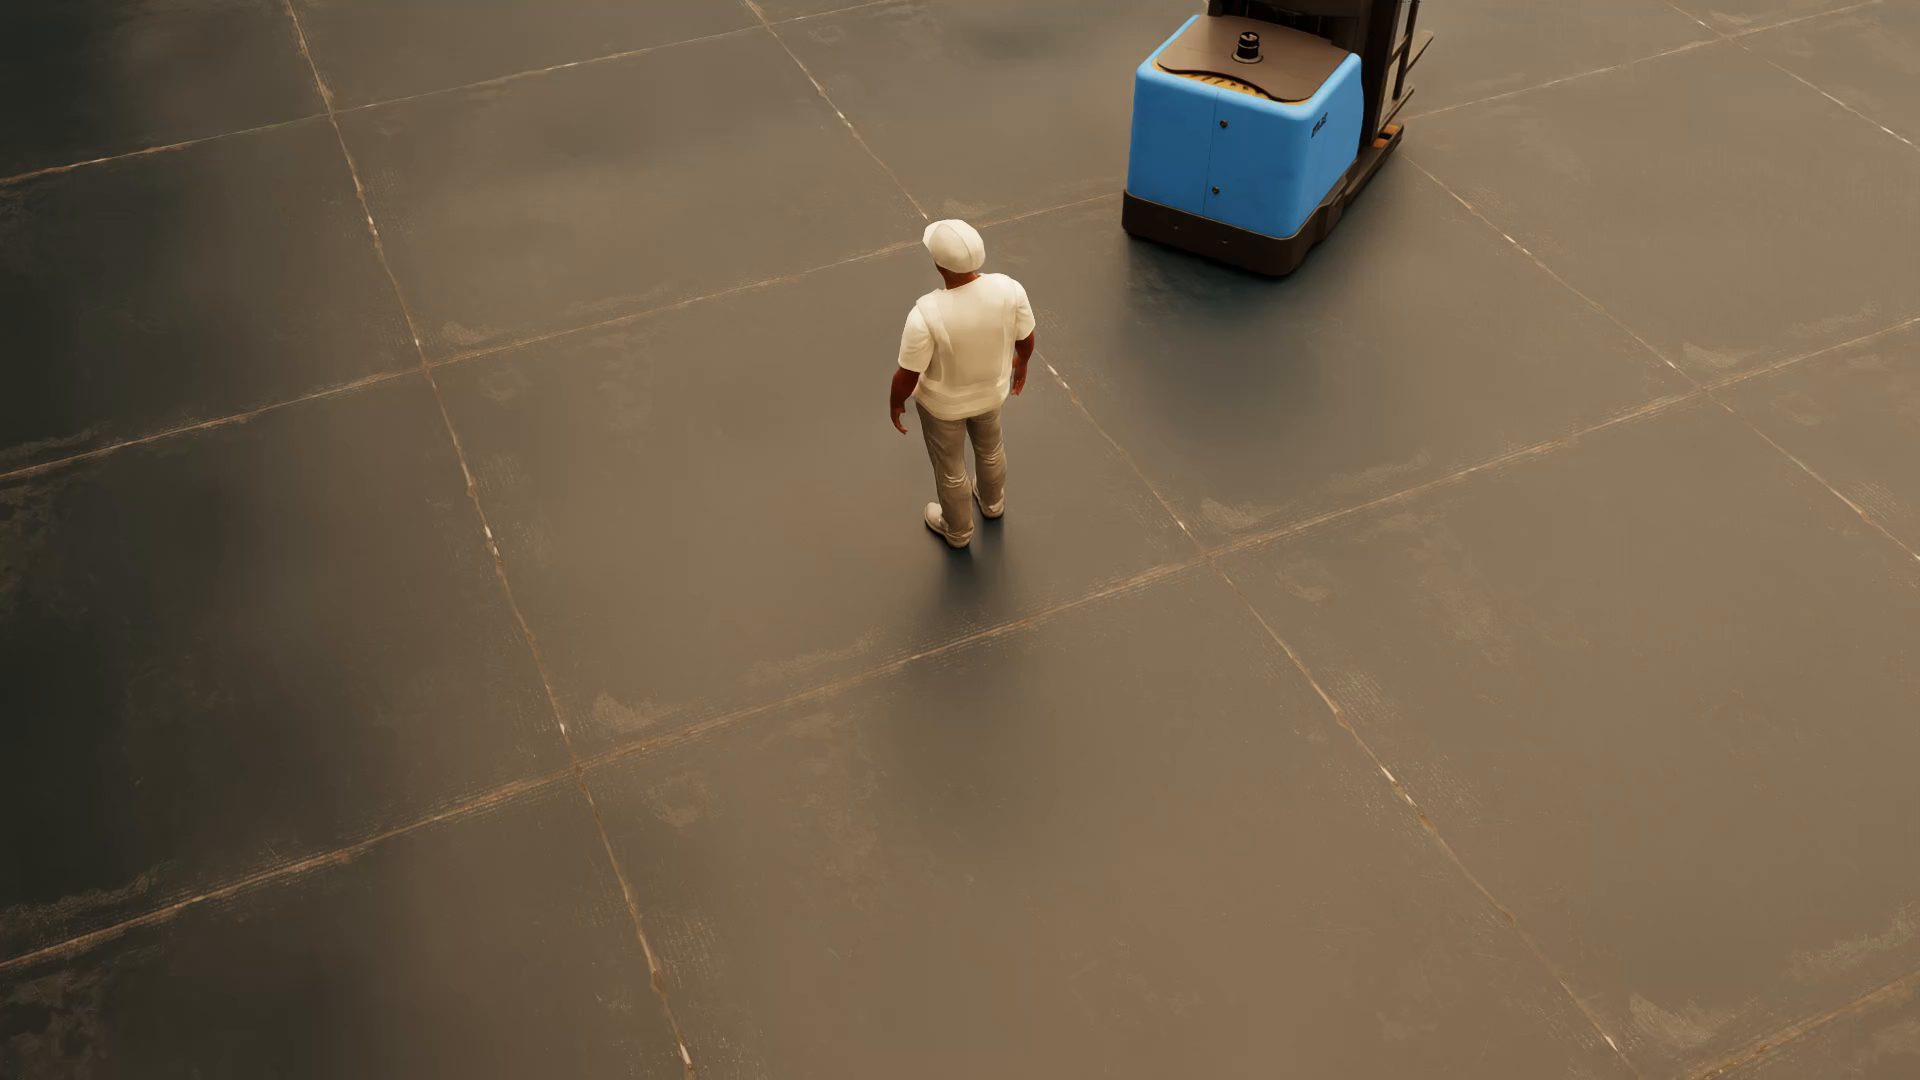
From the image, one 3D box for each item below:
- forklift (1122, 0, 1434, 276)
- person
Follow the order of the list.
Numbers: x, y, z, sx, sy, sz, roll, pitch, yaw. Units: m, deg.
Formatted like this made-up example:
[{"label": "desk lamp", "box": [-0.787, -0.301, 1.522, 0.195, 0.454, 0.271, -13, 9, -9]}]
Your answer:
[{"label": "forklift", "box": [2.121, -3.540, 9.474, 1.130, 2.935, 3.031, 22, 47, 22]}, {"label": "person", "box": [-0.024, -0.696, 7.269, 0.665, 1.768, 0.575, -18, 46, -18]}]
